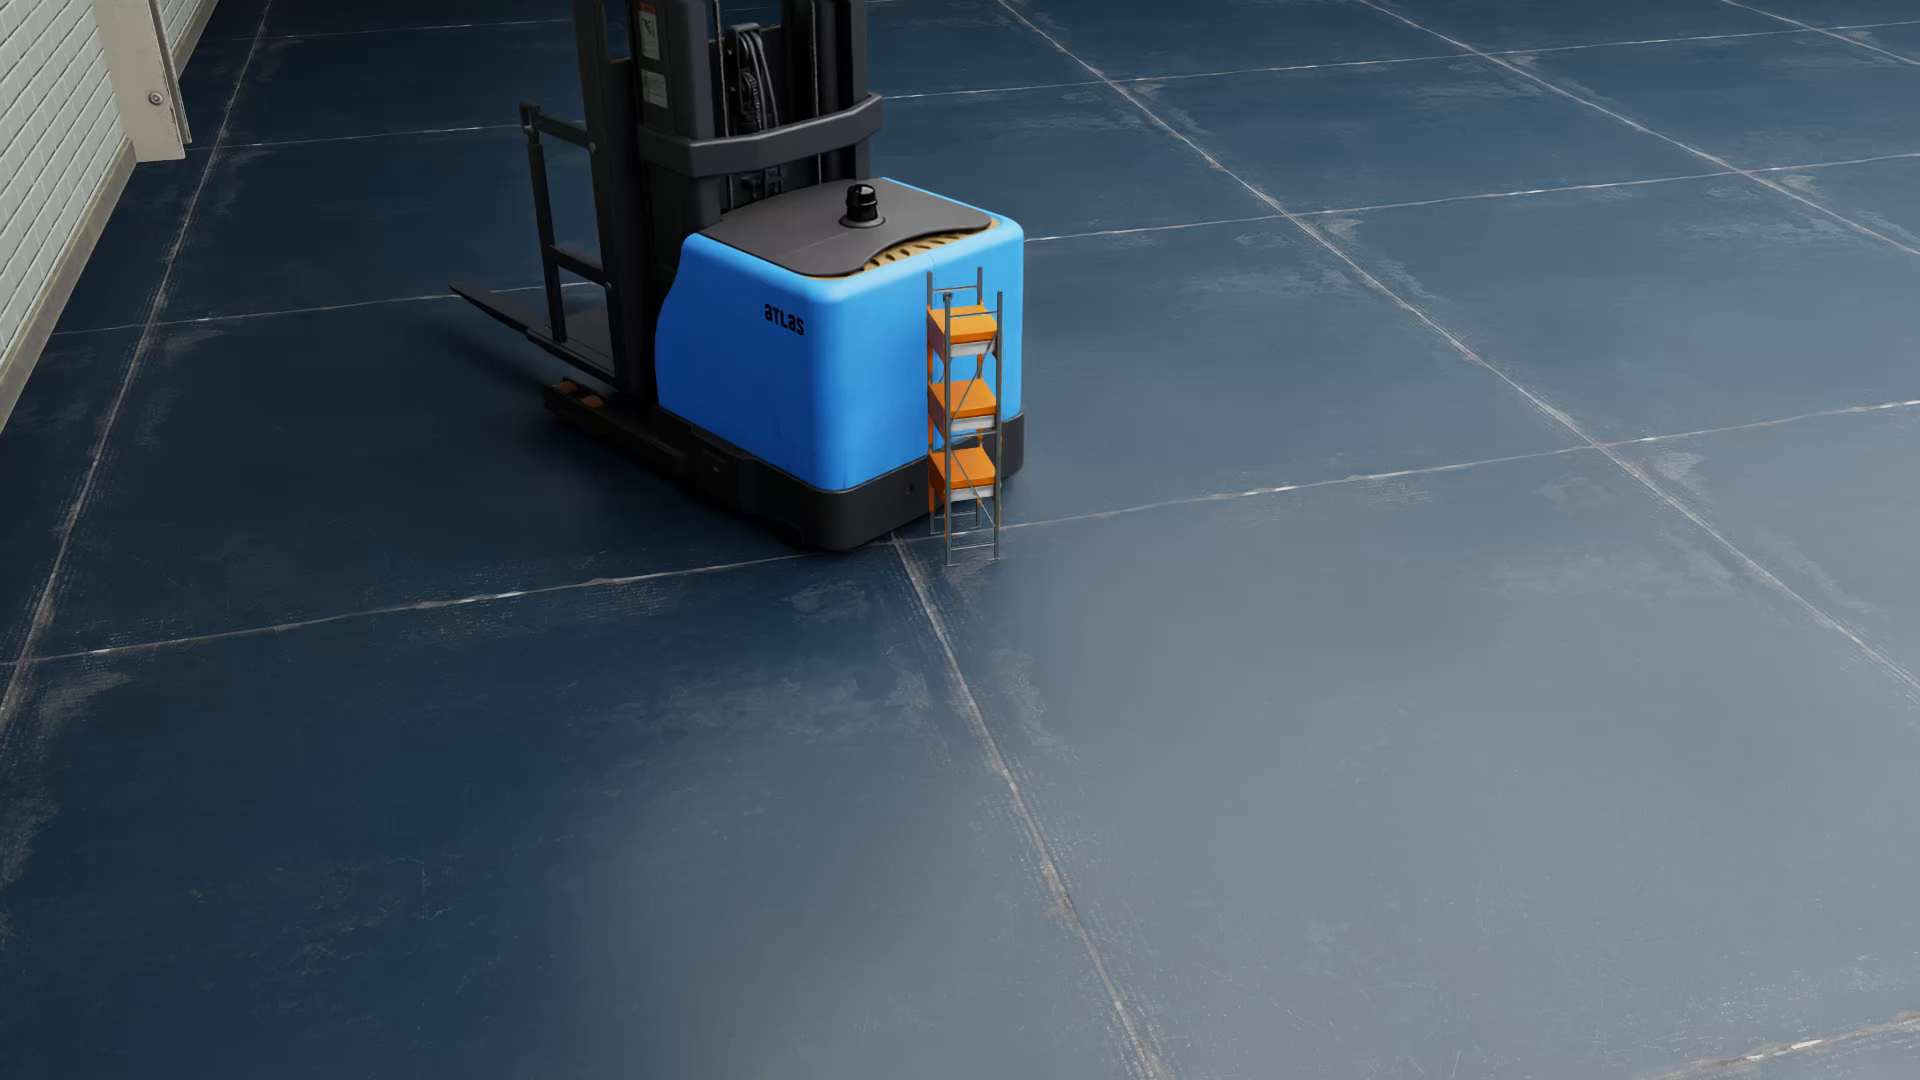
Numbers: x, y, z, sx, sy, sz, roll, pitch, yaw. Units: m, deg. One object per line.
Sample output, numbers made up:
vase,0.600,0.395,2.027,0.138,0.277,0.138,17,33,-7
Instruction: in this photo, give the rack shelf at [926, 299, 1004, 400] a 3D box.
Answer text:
rack shelf,0.014,-0.665,5.806,0.215,0.259,0.240,-8,31,-13

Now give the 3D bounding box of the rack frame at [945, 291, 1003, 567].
rack frame,0.047,-0.370,5.841,0.200,1.050,0.008,-8,31,-13

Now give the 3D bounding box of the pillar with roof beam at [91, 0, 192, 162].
pillar with roof beam,-0.880,-6.916,9.216,9.100,9.000,0.400,-8,31,-13

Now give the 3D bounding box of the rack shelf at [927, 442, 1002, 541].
rack shelf,0.014,-0.179,6.087,0.215,0.259,0.240,-8,31,-13

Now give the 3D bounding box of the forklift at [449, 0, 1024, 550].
forklift,-1.138,-1.871,6.557,1.130,2.935,3.031,-26,39,-37

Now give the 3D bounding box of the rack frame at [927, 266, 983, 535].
rack frame,-0.018,-0.487,6.044,0.200,1.050,0.008,-8,31,-13

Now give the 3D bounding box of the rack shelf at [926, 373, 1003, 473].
rack shelf,0.014,-0.419,5.948,0.215,0.259,0.240,-8,31,-13

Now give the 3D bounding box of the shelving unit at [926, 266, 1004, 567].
shelving unit,0.014,-0.429,5.942,0.215,1.050,0.252,-8,31,-13
